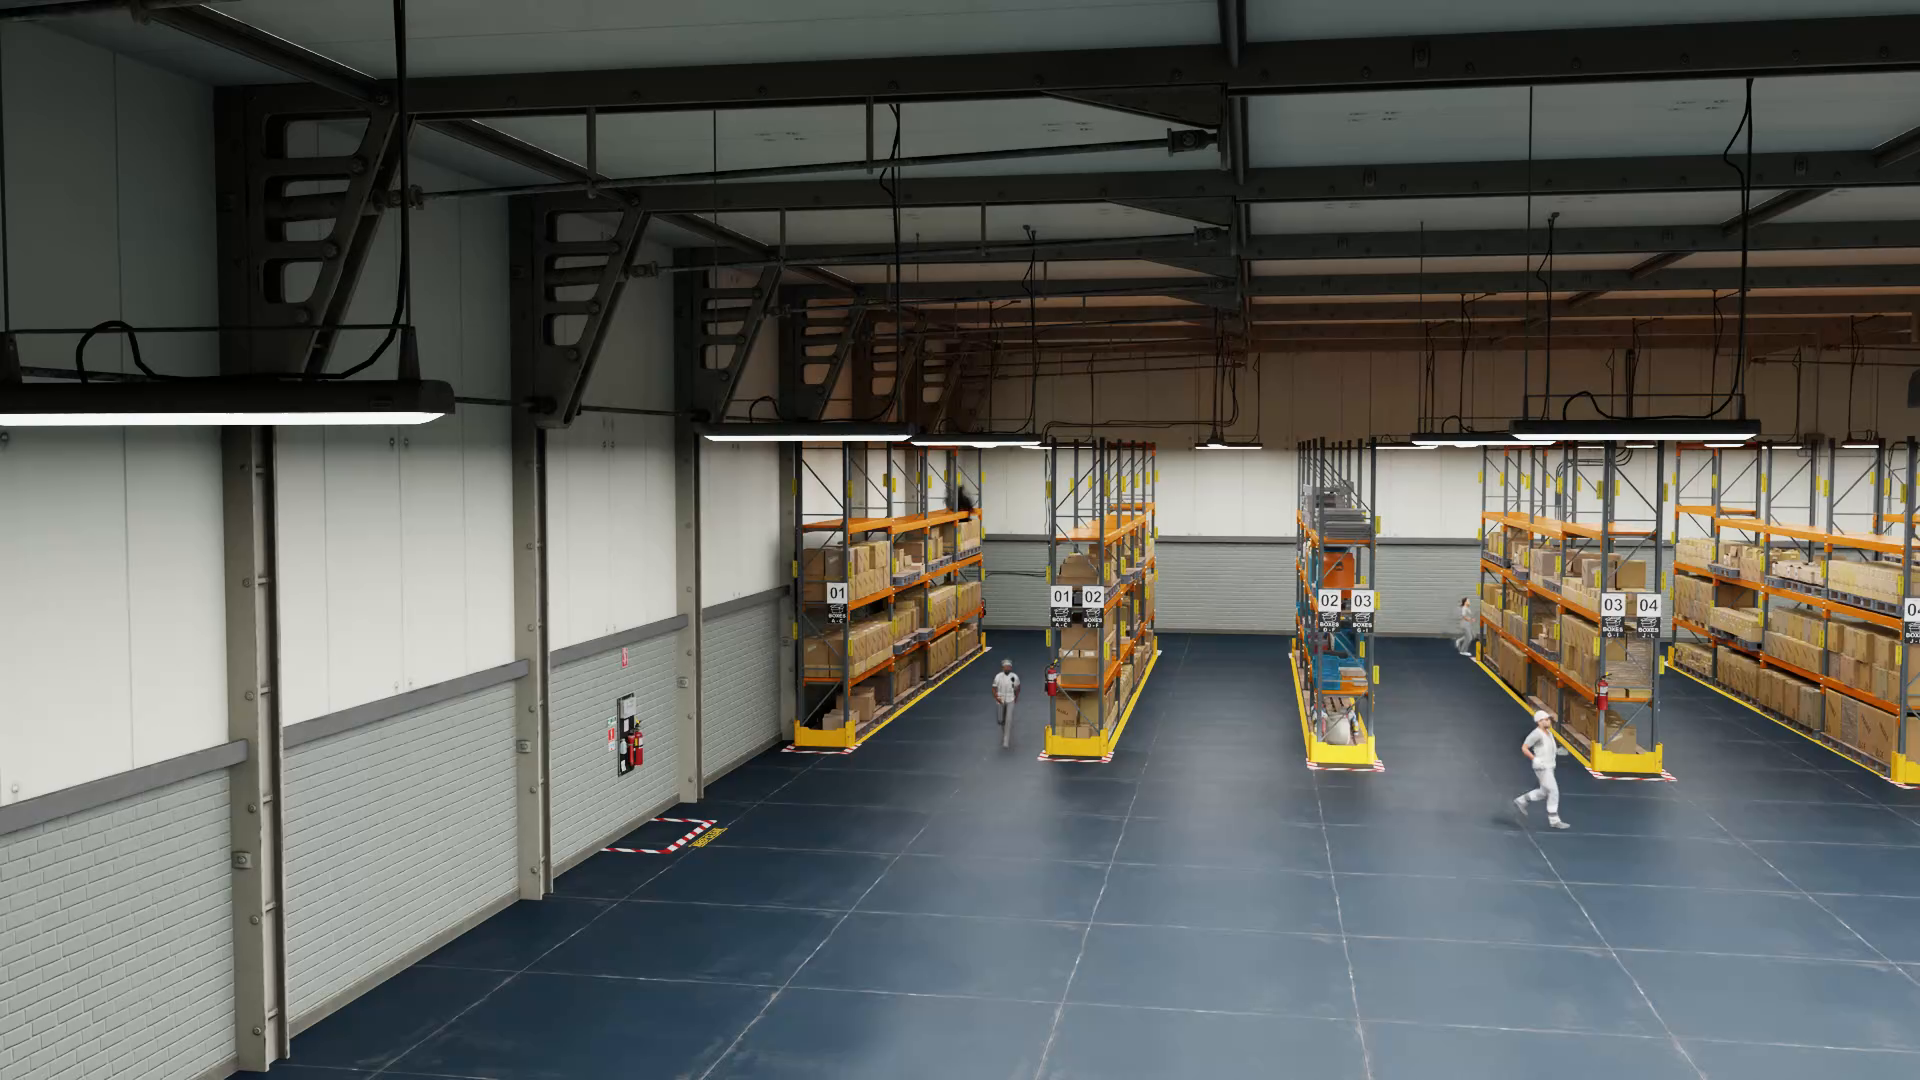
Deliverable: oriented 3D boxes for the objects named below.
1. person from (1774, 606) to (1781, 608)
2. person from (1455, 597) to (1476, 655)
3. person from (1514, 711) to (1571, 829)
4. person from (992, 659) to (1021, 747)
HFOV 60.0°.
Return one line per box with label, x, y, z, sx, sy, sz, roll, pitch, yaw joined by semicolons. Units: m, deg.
person;22.230;2.559;45.178;0.651;1.565;0.536;0;3;0
person;14.281;2.428;46.932;0.578;1.636;0.601;1;3;22
person;8.898;3.490;25.421;0.914;1.765;0.670;3;4;40
person;0.911;3.184;32.705;0.557;1.688;0.963;0;3;8
